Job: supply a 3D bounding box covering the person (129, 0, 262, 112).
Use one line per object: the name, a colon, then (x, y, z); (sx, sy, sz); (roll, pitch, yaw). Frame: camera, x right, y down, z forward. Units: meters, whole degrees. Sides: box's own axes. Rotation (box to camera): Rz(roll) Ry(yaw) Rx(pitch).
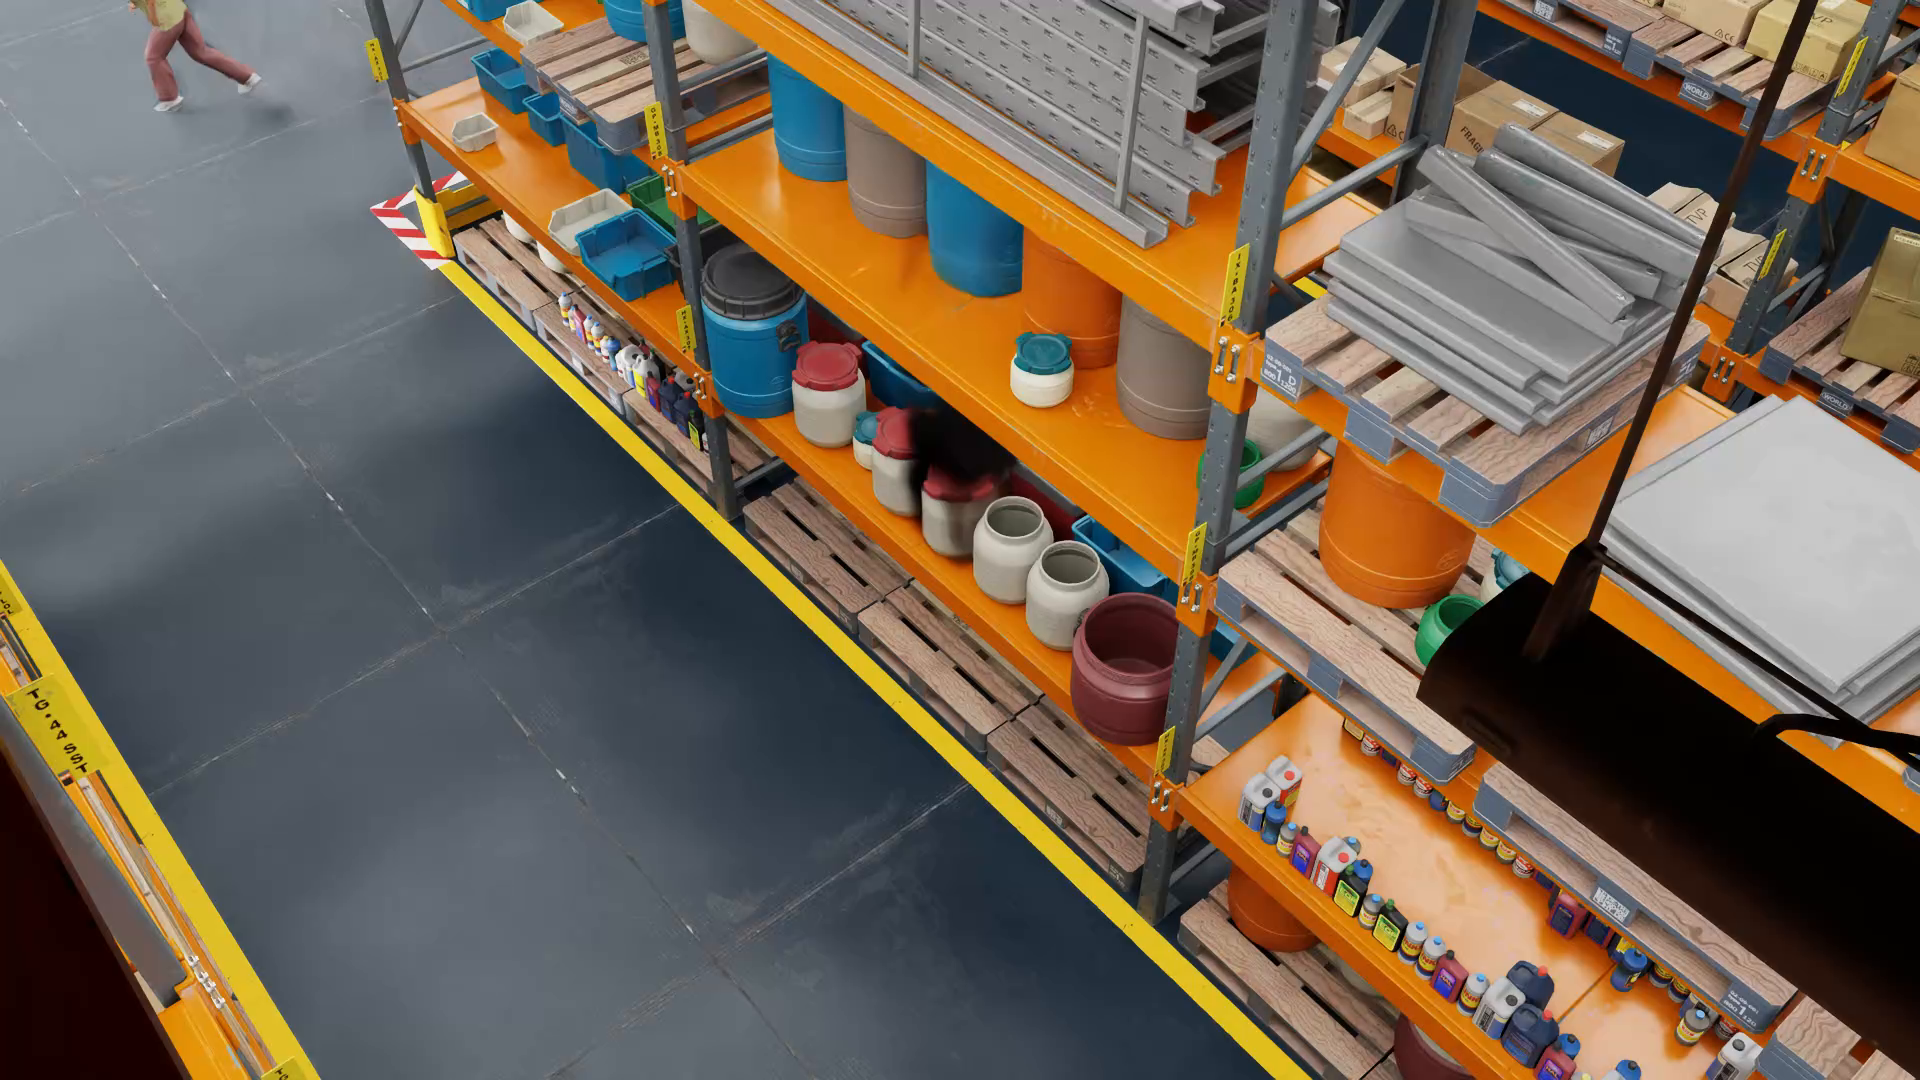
person: (-6.565, -4.327, 14.017); (1.003, 1.626, 0.614); (-6, 47, -6)
